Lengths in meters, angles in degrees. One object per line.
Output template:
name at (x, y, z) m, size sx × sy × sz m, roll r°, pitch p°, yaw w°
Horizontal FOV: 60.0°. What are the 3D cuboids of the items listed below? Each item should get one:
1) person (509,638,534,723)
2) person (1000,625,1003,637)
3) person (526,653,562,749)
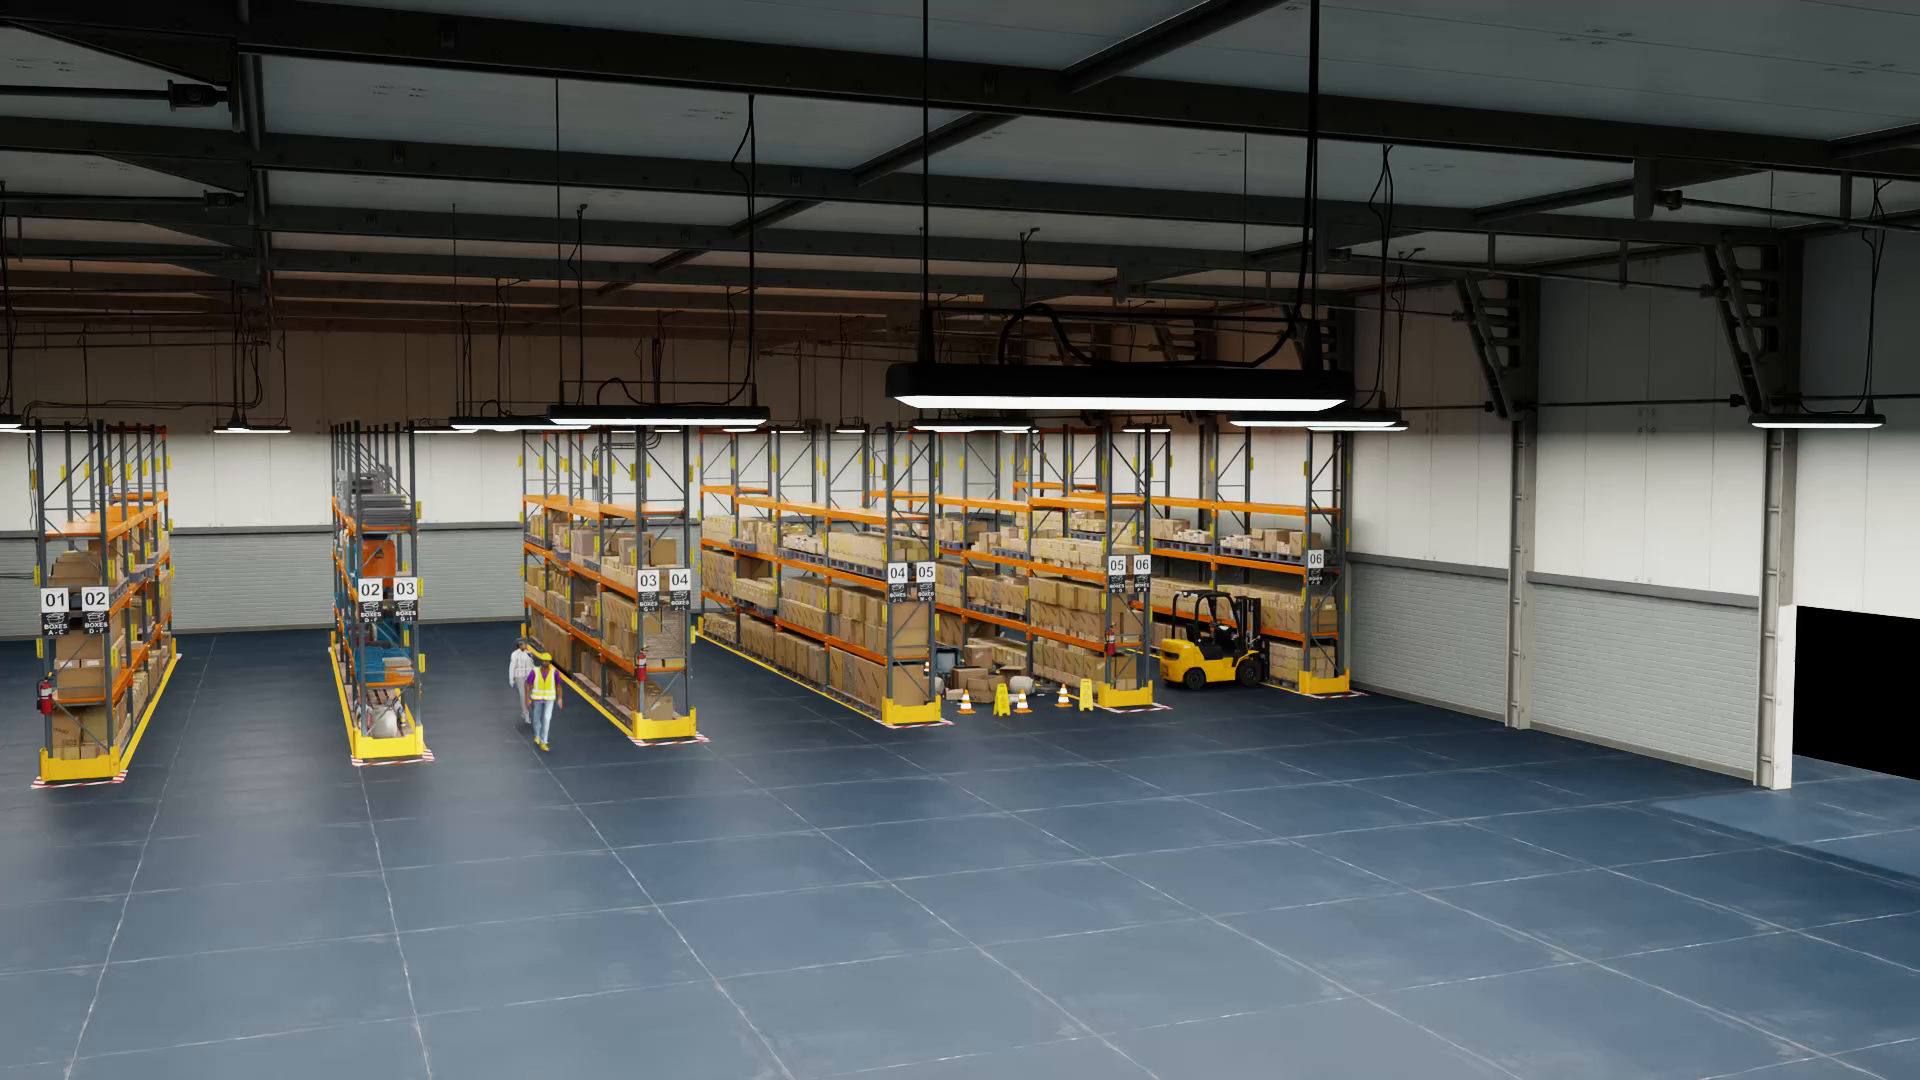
person at (-8.734, 2.824, 33.551) m, size 0.713 × 1.656 × 0.511 m, roll 3°, pitch 4°, yaw 37°
person at (1.068, 2.030, 46.433) m, size 0.459 × 1.592 × 0.480 m, roll 3°, pitch 4°, yaw 36°
person at (-7.675, 2.951, 30.631) m, size 0.670 × 1.724 × 0.773 m, roll -1°, pitch 4°, yaw -21°
